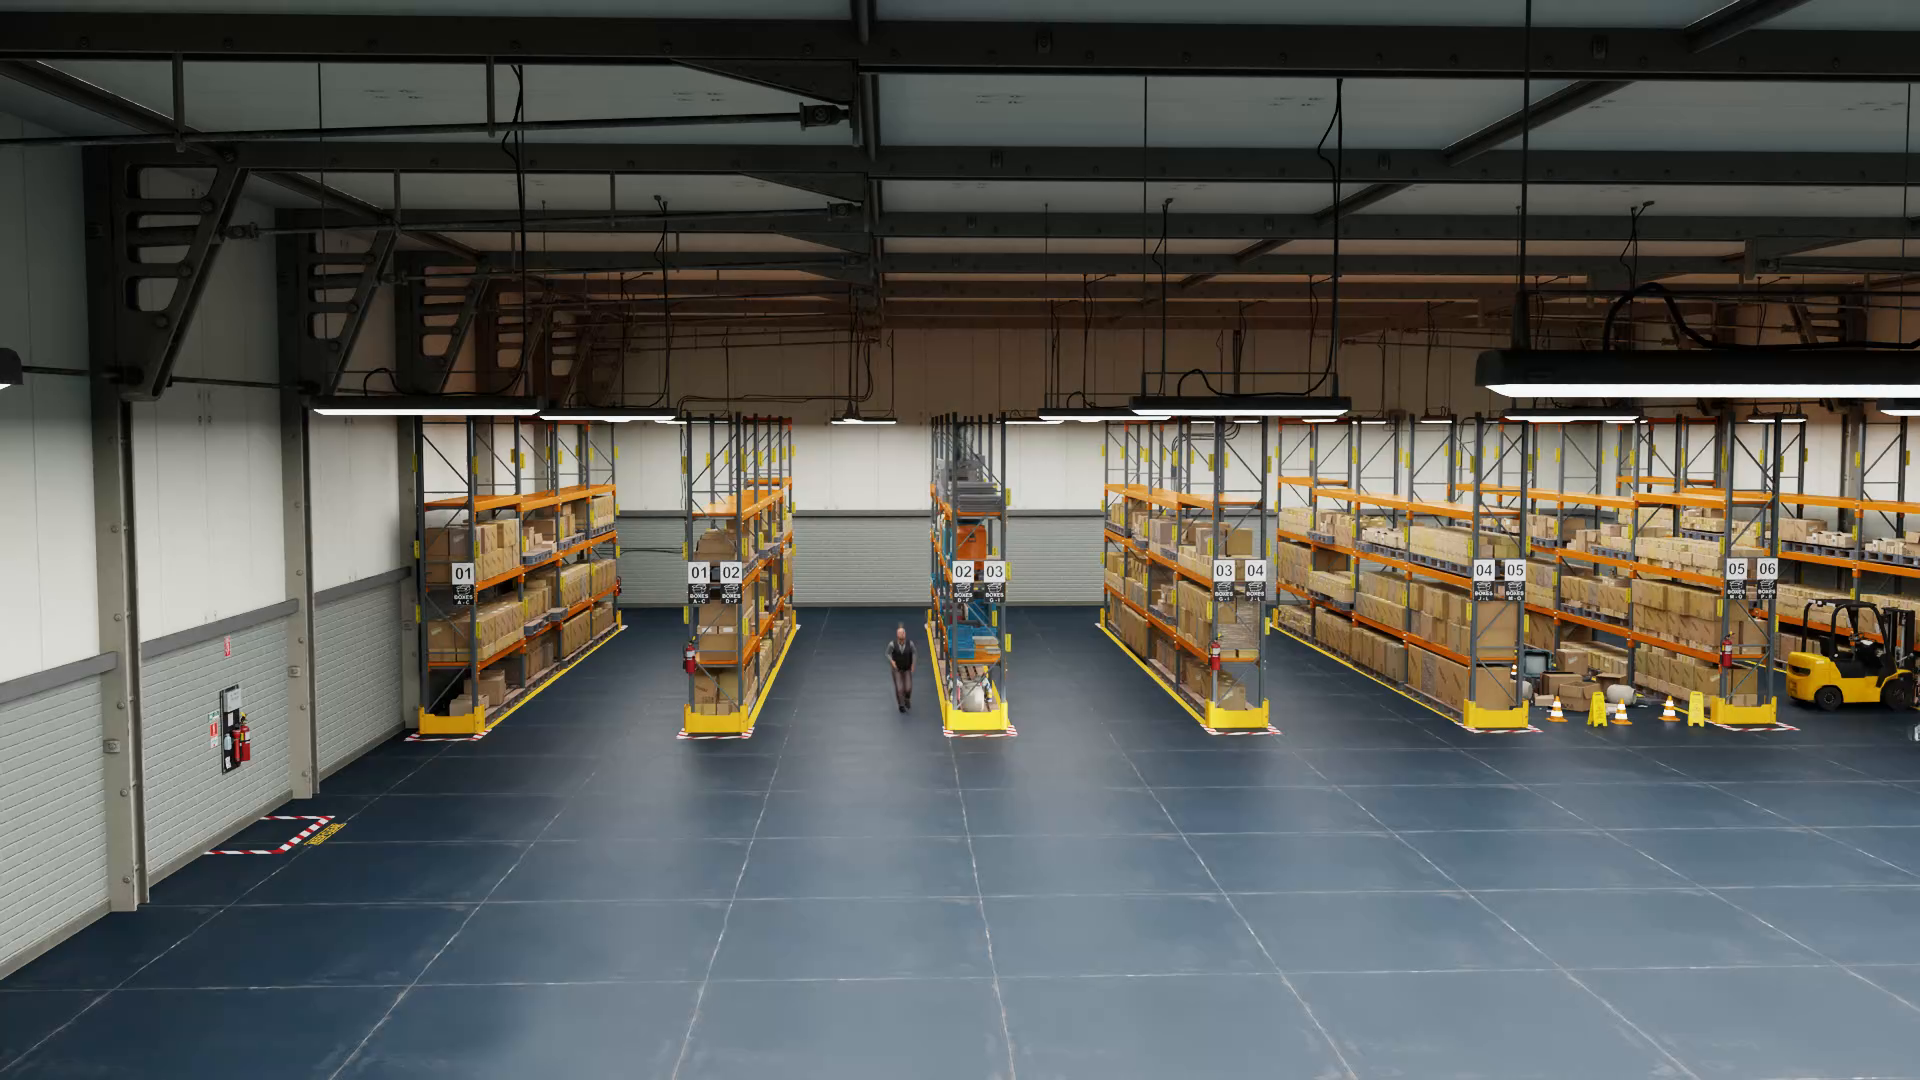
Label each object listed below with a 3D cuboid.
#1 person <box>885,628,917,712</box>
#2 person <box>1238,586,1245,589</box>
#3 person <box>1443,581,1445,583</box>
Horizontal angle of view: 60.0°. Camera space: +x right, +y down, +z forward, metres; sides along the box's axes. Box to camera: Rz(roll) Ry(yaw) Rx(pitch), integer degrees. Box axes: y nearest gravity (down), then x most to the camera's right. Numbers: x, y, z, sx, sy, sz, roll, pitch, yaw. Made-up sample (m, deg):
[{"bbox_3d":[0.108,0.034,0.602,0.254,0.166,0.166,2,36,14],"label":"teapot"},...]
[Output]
[{"bbox_3d":[-1.174,2.611,33.333,0.662,1.684,0.571,0,4,-5],"label":"person"},{"bbox_3d":[8.038,1.712,47.230,0.587,1.631,0.748,0,4,6],"label":"person"},{"bbox_3d":[15.072,1.415,51.088,0.818,1.702,0.587,-2,4,-22],"label":"person"}]
